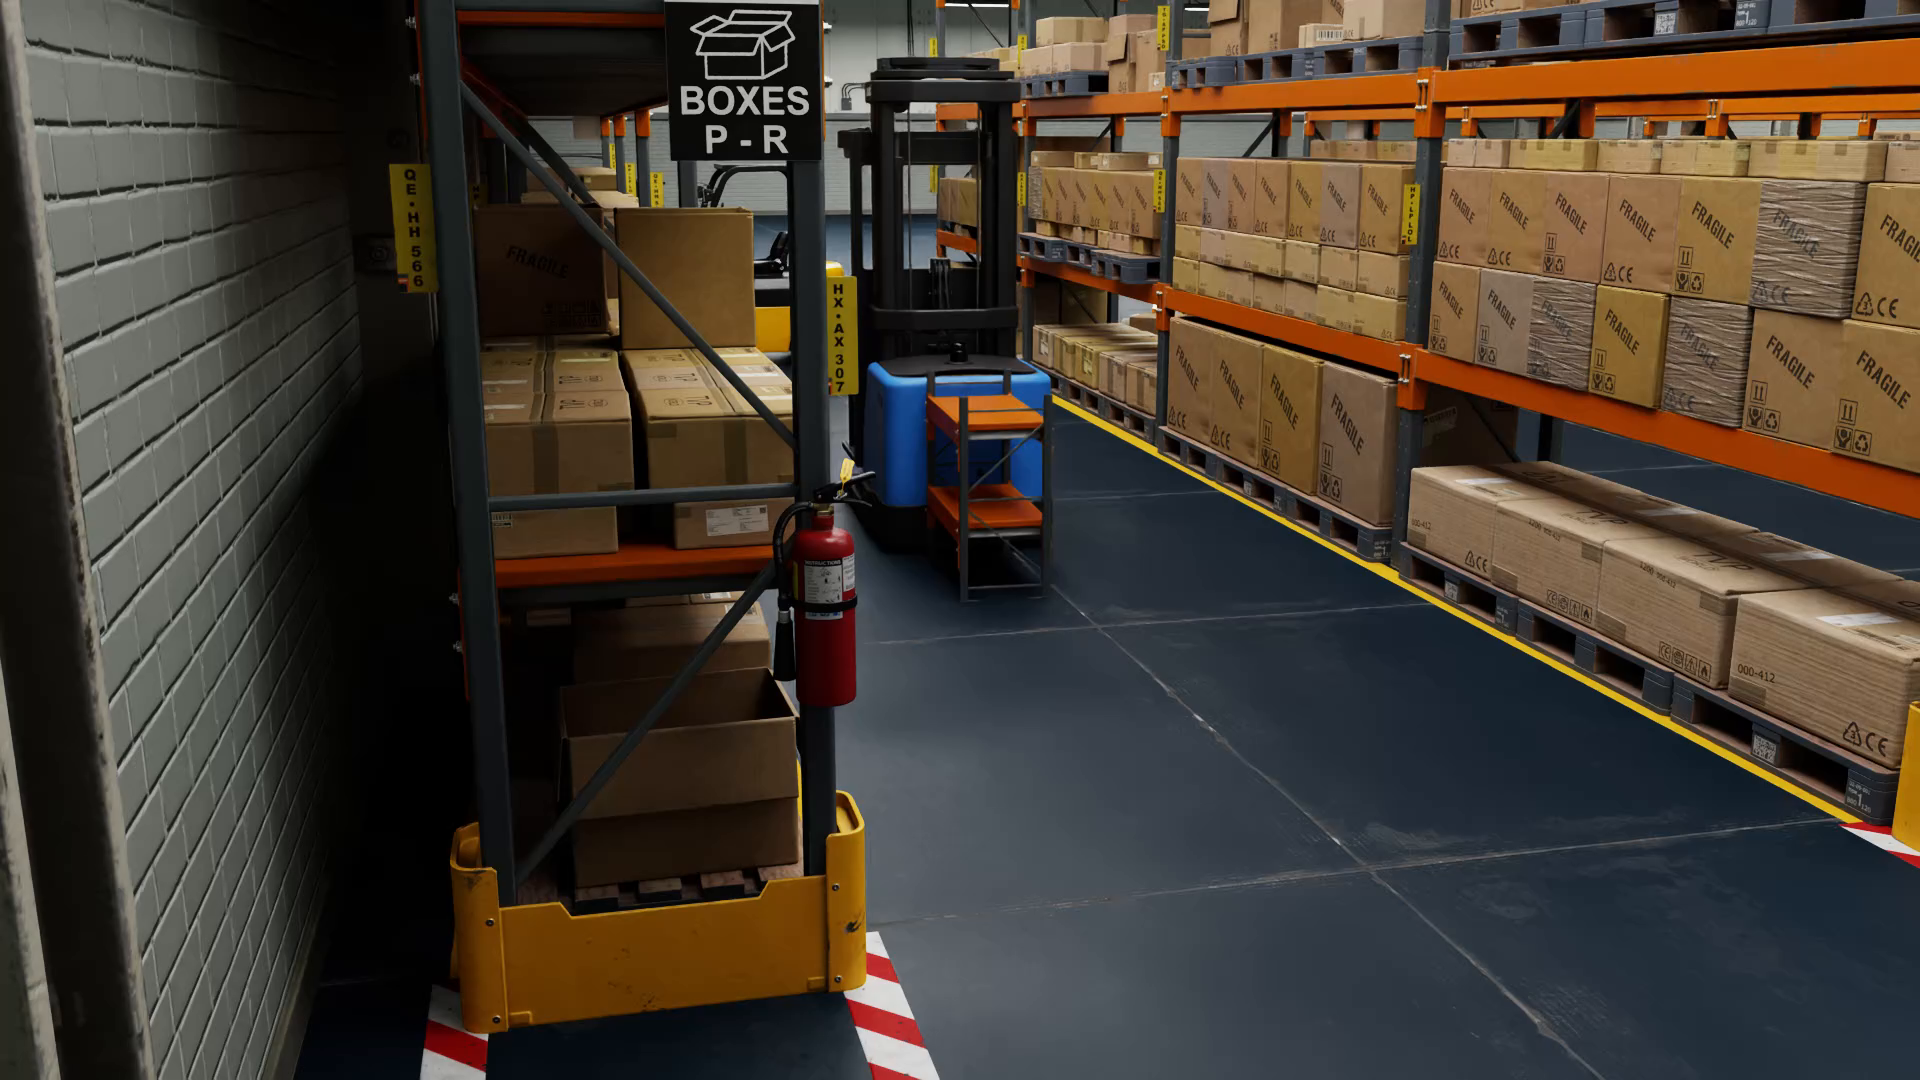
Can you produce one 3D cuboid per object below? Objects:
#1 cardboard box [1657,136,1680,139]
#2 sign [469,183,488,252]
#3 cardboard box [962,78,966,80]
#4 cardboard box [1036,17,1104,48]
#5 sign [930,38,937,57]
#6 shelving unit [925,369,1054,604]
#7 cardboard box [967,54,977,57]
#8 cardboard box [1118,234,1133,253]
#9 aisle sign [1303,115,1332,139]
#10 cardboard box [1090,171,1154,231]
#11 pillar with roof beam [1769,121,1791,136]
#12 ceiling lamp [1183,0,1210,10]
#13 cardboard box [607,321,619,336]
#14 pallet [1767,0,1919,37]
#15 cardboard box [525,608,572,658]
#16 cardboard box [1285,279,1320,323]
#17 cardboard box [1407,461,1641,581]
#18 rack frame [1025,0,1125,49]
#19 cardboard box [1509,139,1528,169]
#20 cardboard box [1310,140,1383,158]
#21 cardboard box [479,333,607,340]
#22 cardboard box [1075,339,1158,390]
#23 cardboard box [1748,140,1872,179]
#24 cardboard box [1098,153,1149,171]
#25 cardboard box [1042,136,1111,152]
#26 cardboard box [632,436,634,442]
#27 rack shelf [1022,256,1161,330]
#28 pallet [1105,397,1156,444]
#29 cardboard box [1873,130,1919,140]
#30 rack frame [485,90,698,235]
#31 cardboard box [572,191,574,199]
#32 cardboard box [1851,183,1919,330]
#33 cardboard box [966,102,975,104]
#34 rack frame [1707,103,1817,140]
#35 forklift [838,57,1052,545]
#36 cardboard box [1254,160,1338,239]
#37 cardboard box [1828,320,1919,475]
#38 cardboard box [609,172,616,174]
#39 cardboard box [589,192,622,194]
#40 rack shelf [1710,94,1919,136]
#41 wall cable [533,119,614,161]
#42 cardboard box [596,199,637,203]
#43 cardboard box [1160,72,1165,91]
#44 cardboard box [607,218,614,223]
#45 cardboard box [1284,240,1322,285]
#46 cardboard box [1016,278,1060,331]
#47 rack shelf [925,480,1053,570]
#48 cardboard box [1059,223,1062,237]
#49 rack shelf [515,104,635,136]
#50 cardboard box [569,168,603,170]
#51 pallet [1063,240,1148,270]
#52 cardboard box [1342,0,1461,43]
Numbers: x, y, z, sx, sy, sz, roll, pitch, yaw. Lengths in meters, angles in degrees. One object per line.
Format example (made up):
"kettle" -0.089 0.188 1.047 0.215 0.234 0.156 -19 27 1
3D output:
"cardboard box" 9.704 -5.168 22.318 0.500 0.500 0.500 -3 14 -13
"sign" -2.337 -1.564 8.069 0.100 0.325 0.005 -3 14 -13
"cardboard box" 0.321 -5.243 18.935 0.500 0.250 0.500 -3 14 -12
"cardboard box" 1.021 -4.716 15.468 0.500 0.250 0.500 -4 14 -14
"sign" -0.320 -5.931 20.220 0.100 0.325 0.005 -3 14 -13
"shelving unit" 0.149 -0.335 9.429 0.538 1.125 1.048 -3 14 -10
"cardboard box" 0.286 -5.411 18.785 0.380 0.149 0.250 -3 14 -12
"cardboard box" 1.544 -2.492 13.950 0.380 0.149 0.250 -3 14 -14
"aisle sign" 4.687 -5.641 21.719 0.394 0.787 0.004 -3 14 -13
"cardboard box" 1.457 -2.955 14.481 0.500 0.500 0.500 -4 14 -17
"pillar with roof beam" 16.878 -12.173 41.294 9.100 9.000 0.400 -3 14 -13
"ceiling lamp" 7.195 -16.440 46.459 2.000 3.185 0.800 -3 14 -13
"cardboard box" -1.205 -0.771 6.951 0.500 0.250 0.500 -3 14 -14
"pallet" 3.781 -1.973 6.048 1.003 0.211 1.213 -3 14 -13
"cardboard box" -1.771 0.413 7.538 0.380 0.149 0.250 -3 14 -14
"cardboard box" 2.457 -1.563 10.819 0.500 0.250 0.500 -4 14 -15
"cardboard box" 3.069 -0.120 9.110 0.875 0.438 0.875 -3 14 -14
"rack frame" 1.147 -6.071 16.315 1.000 3.000 0.127 -3 14 -13
"cardboard box" 3.024 -1.958 8.438 0.380 0.149 0.250 -3 14 -14
"cardboard box" 5.045 -4.888 21.524 0.875 0.550 0.550 -3 14 -13
"cardboard box" -1.701 -0.741 6.830 0.500 0.250 0.500 -3 14 -12
"cardboard box" 1.609 -1.637 15.460 0.950 0.372 0.625 -3 14 -11
"cardboard box" 3.449 -1.546 6.751 0.380 0.149 0.250 -3 14 -14
"cardboard box" 1.428 -3.308 14.556 0.380 0.149 0.250 -4 14 -16
"cardboard box" 1.254 -3.949 17.326 0.700 0.500 0.500 -3 14 -14
"cardboard box" -1.133 -0.495 6.662 0.380 0.149 0.250 -3 14 -13
"rack shelf" 1.616 -2.346 15.224 1.077 0.370 4.000 -3 14 -13
"pallet" 1.904 -1.060 14.319 1.003 0.211 1.213 -3 14 -13
"cardboard box" 10.830 -4.013 18.385 1.000 1.000 1.000 -3 14 -13
"rack frame" -1.798 -1.033 8.337 1.000 3.000 0.127 -3 14 -13
"cardboard box" -3.967 -3.744 17.854 0.380 0.149 0.250 -3 14 -14
"cardboard box" 3.620 -1.020 5.966 0.500 0.500 0.500 -3 14 -11
"cardboard box" 0.277 -5.022 18.871 0.380 0.149 0.250 -3 14 -13
"rack frame" 6.874 -2.533 14.475 1.000 3.000 0.127 -3 14 -13
"forklift" -0.215 -1.692 11.178 1.130 2.935 3.031 -3 14 -10
"cardboard box" 2.312 -2.290 11.162 0.500 0.500 0.500 -3 14 -12
"cardboard box" 3.594 -0.533 6.079 0.500 0.500 0.500 -3 14 -13
"cardboard box" -3.642 -3.656 16.867 0.380 0.149 0.250 -3 14 -12
"cardboard box" -3.303 -3.118 15.291 0.380 0.149 0.250 -3 14 -14
"rack shelf" 7.344 -3.179 12.315 1.077 0.370 4.000 -3 14 -13
"wall cable" -11.781 -12.671 49.873 3.097 2.526 0.112 -3 14 -13
"cardboard box" -2.840 -2.707 13.610 0.380 0.149 0.250 -3 14 -12
"cardboard box" 1.808 -3.630 13.173 0.380 0.149 0.250 -3 14 -13
"cardboard box" -1.816 -1.530 9.272 0.700 0.500 0.500 -3 14 -13
"cardboard box" 2.434 -1.803 10.750 0.500 0.250 0.500 -3 14 -12
"cardboard box" 0.747 -2.511 17.712 0.500 0.500 0.500 -3 14 -14
"rack shelf" 0.149 -0.098 9.487 0.538 0.278 1.000 -3 14 -10
"cardboard box" 1.160 -2.974 15.925 0.380 0.149 0.250 -2 14 -10
"rack shelf" -3.208 -3.525 13.732 1.077 0.370 4.000 -3 14 -13
"cardboard box" -4.166 -4.063 18.535 0.380 0.149 0.250 -3 14 -13
"pallet" 1.581 -2.595 15.133 1.003 0.211 1.213 -3 14 -13
"cardboard box" 2.615 -3.120 9.862 0.500 0.311 0.500 -3 14 -13
